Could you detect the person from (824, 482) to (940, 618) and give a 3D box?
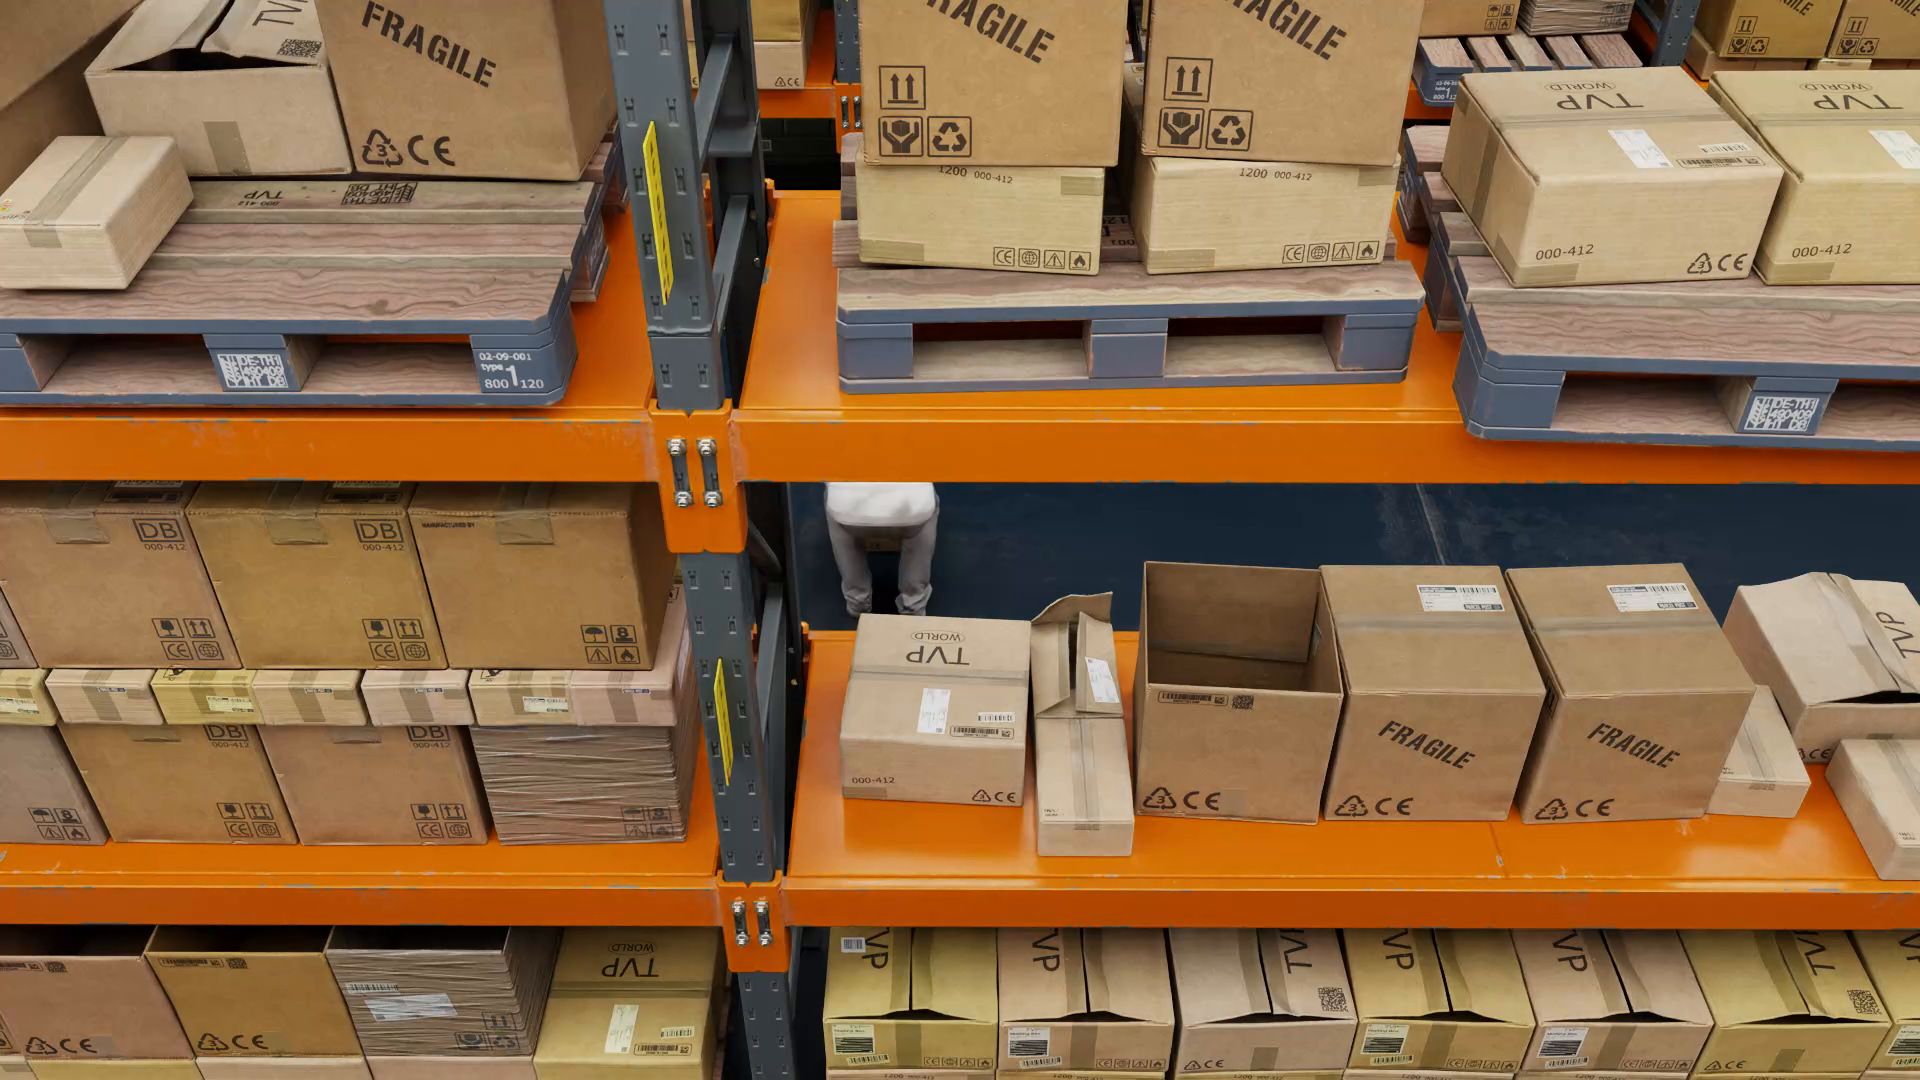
[{"bbox_3d":[-0.344,-0.174,7.039,0.515,0.907,0.977,-2,39,-2],"label":"person"}]
